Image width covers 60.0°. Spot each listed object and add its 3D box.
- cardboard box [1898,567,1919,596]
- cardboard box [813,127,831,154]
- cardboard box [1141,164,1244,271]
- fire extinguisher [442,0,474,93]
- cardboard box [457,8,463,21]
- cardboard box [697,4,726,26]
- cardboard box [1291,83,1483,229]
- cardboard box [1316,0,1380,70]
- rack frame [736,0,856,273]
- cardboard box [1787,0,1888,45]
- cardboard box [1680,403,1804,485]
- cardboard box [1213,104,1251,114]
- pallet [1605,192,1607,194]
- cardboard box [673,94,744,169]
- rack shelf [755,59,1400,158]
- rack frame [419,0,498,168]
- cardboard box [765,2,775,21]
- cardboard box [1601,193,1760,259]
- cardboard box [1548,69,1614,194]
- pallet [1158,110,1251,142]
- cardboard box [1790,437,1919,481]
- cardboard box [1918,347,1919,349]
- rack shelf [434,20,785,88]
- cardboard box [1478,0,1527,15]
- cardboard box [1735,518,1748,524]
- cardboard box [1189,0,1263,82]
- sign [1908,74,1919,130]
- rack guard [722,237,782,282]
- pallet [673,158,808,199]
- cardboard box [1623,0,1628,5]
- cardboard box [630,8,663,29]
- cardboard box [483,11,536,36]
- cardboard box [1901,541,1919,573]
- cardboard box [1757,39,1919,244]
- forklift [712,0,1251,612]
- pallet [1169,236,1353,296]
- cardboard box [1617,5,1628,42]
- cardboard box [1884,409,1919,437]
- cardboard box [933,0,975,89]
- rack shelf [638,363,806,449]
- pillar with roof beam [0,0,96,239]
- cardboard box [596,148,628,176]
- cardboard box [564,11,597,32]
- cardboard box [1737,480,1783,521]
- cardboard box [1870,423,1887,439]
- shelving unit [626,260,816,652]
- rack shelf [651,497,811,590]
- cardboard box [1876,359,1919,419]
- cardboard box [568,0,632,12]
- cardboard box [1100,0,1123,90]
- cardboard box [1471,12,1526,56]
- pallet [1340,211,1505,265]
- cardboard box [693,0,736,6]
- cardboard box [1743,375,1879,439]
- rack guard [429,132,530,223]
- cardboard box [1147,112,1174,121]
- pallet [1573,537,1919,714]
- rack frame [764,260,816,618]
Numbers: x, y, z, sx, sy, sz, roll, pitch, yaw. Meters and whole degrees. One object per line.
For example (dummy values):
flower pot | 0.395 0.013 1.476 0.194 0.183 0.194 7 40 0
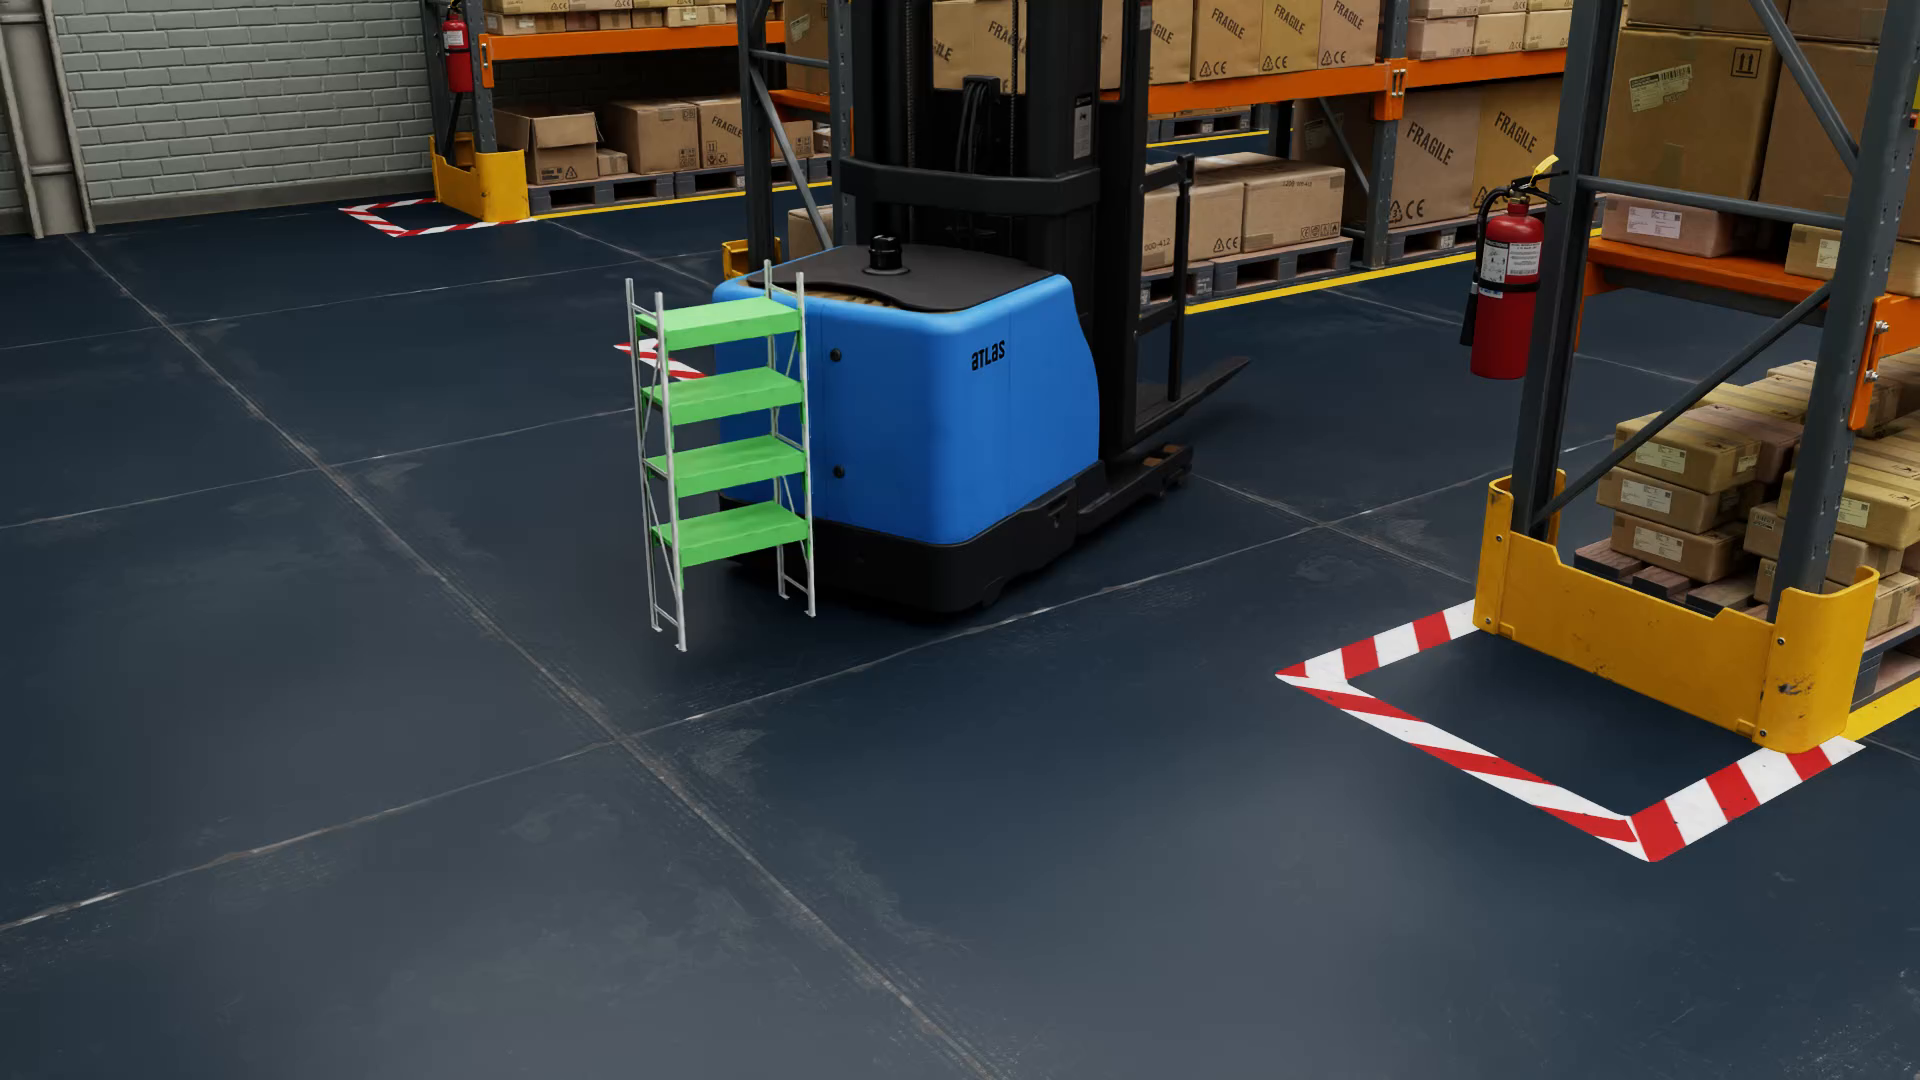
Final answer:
cardboard box | 2.921 0.074 5.444 0.250 0.149 0.380 -15 26 -33
cardboard box | -1.054 -3.421 14.046 0.258 0.266 0.396 -14 26 -31
cardboard box | 1.120 -1.997 10.245 0.875 0.438 0.875 -16 27 -34
fire extinguisher | -3.580 -3.537 11.820 0.183 0.674 0.296 -15 26 -33
cardboard box | -3.618 -3.952 12.593 0.250 0.149 0.380 -15 26 -33
cardboard box | -2.027 -4.116 13.002 0.250 0.149 0.380 -14 26 -32
cardboard box | 2.875 -2.656 11.306 0.875 0.875 0.875 -14 26 -31
cardboard box | 2.191 -3.159 10.131 0.500 0.500 0.500 -15 26 -32
rack frame | -0.829 -2.424 8.424 0.127 3.000 1.000 -15 26 -33
cardboard box | 2.664 -1.623 4.531 0.500 0.500 0.500 -15 26 -33
cardboard box | 2.663 -0.332 5.658 0.250 0.149 0.380 -14 26 -32
cardboard box | 2.546 -4.526 16.498 0.500 0.500 0.500 -14 26 -31
pallet | 4.981 -2.713 12.910 1.213 0.211 1.003 -15 26 -33
cardboard box | -1.975 -3.312 13.456 0.500 0.500 0.500 -14 26 -32
rack shelf | 0.795 -2.523 9.642 4.000 0.370 1.077 -15 26 -33
rack frame | -3.731 -3.917 12.164 0.127 3.000 1.000 -15 26 -33
cardboard box | -1.685 -4.260 13.363 0.250 0.149 0.380 -14 26 -32
cardboard box | 2.244 -0.996 5.183 0.250 0.149 0.380 -15 26 -33
cardboard box | 4.330 -3.048 12.287 0.875 0.875 0.875 -15 26 -32
pallet | 2.135 -4.203 16.644 1.213 0.211 1.003 -15 26 -33
cardboard box | 2.921 -0.211 5.355 0.250 0.149 0.380 -14 26 -32
cardboard box | 3.930 -0.669 6.502 0.250 0.149 0.380 -16 27 -35
rack shelf | -2.107 -4.015 13.383 4.000 0.370 1.077 -15 26 -33
cardboard box | 3.347 -3.584 10.859 0.500 0.250 0.500 -14 26 -32
cardboard box | 2.599 -0.091 5.856 0.250 0.149 0.380 -14 26 -31
cardboard box | 1.377 -2.933 9.564 0.500 0.500 0.500 -15 26 -34
sign | 2.461 -1.196 4.177 0.005 0.325 0.100 -15 26 -33
rack guard | -0.848 -1.258 8.874 0.348 0.500 1.175 -15 26 -33
pallet | -2.033 -3.073 13.814 1.213 0.211 1.003 -15 26 -33
cardboard box | 4.603 -3.908 11.670 0.500 0.250 0.500 -16 27 -34
cardboard box | -2.478 -4.020 12.763 0.250 0.149 0.380 -14 26 -32
cardboard box | -3.304 -3.789 12.182 0.250 0.149 0.380 -15 26 -33
cardboard box | 2.975 -0.044 5.339 0.250 0.149 0.380 -15 26 -33
cardboard box | 2.670 -1.155 4.709 0.500 0.500 0.500 -14 25 -30
forklift | 0.325 -1.616 6.491 1.130 2.935 3.031 13 25 29
pallet | 1.755 -1.854 10.757 1.213 0.211 1.003 -15 26 -33
cardboard box | 4.583 -3.679 11.771 0.500 0.250 0.500 -15 26 -33
cardboard box | 3.354 -0.306 5.593 0.250 0.149 0.380 -16 27 -35
cardboard box | -0.271 -2.488 8.449 0.500 0.500 0.500 -15 26 -33
rack shelf | -0.773 -0.440 5.404 0.480 0.148 0.258 -14 26 -31
pillar with roof beam | -3.931 -5.095 7.024 0.400 9.000 9.100 -15 26 -33
cardboard box | -2.811 -2.972 13.076 0.250 0.149 0.380 -16 27 -35
cardboard box | -2.931 -3.925 12.524 0.250 0.149 0.380 -15 26 -34
cardboard box | 2.650 -0.206 5.745 0.250 0.149 0.380 -16 27 -34
cardboard box | 3.240 -0.395 6.218 0.250 0.149 0.380 -14 26 -32
shelving unit | -0.773 -0.276 5.470 0.503 1.200 0.258 -14 26 -31
rack shelf | -0.773 0.006 5.582 0.480 0.148 0.258 -14 26 -31
cardboard box | 3.511 -0.562 6.234 0.250 0.149 0.380 -16 27 -35
cardboard box | -2.796 -4.112 12.454 0.500 0.250 0.500 -15 26 -32
cardboard box | 0.546 -2.711 9.007 0.500 0.500 0.500 -15 26 -33
cardboard box | 3.349 -3.349 10.943 0.500 0.250 0.500 -16 27 -34
pallet | 3.001 -2.185 11.586 1.213 0.211 1.003 -15 26 -33
cardboard box | -1.984 -4.339 13.025 0.500 0.250 0.500 -16 27 -34
cardboard box | 3.047 -0.463 5.987 0.250 0.149 0.380 -16 27 -35
rack guard | -3.669 -2.772 12.669 0.348 0.500 1.175 -15 26 -33
cardboard box | 1.710 -4.307 15.948 0.500 0.500 0.500 -14 25 -31
pallet | 2.886 0.157 5.719 1.213 0.211 1.003 -15 26 -33
rack frame | -0.571 -0.327 5.597 0.015 1.200 0.240 -14 26 -31
